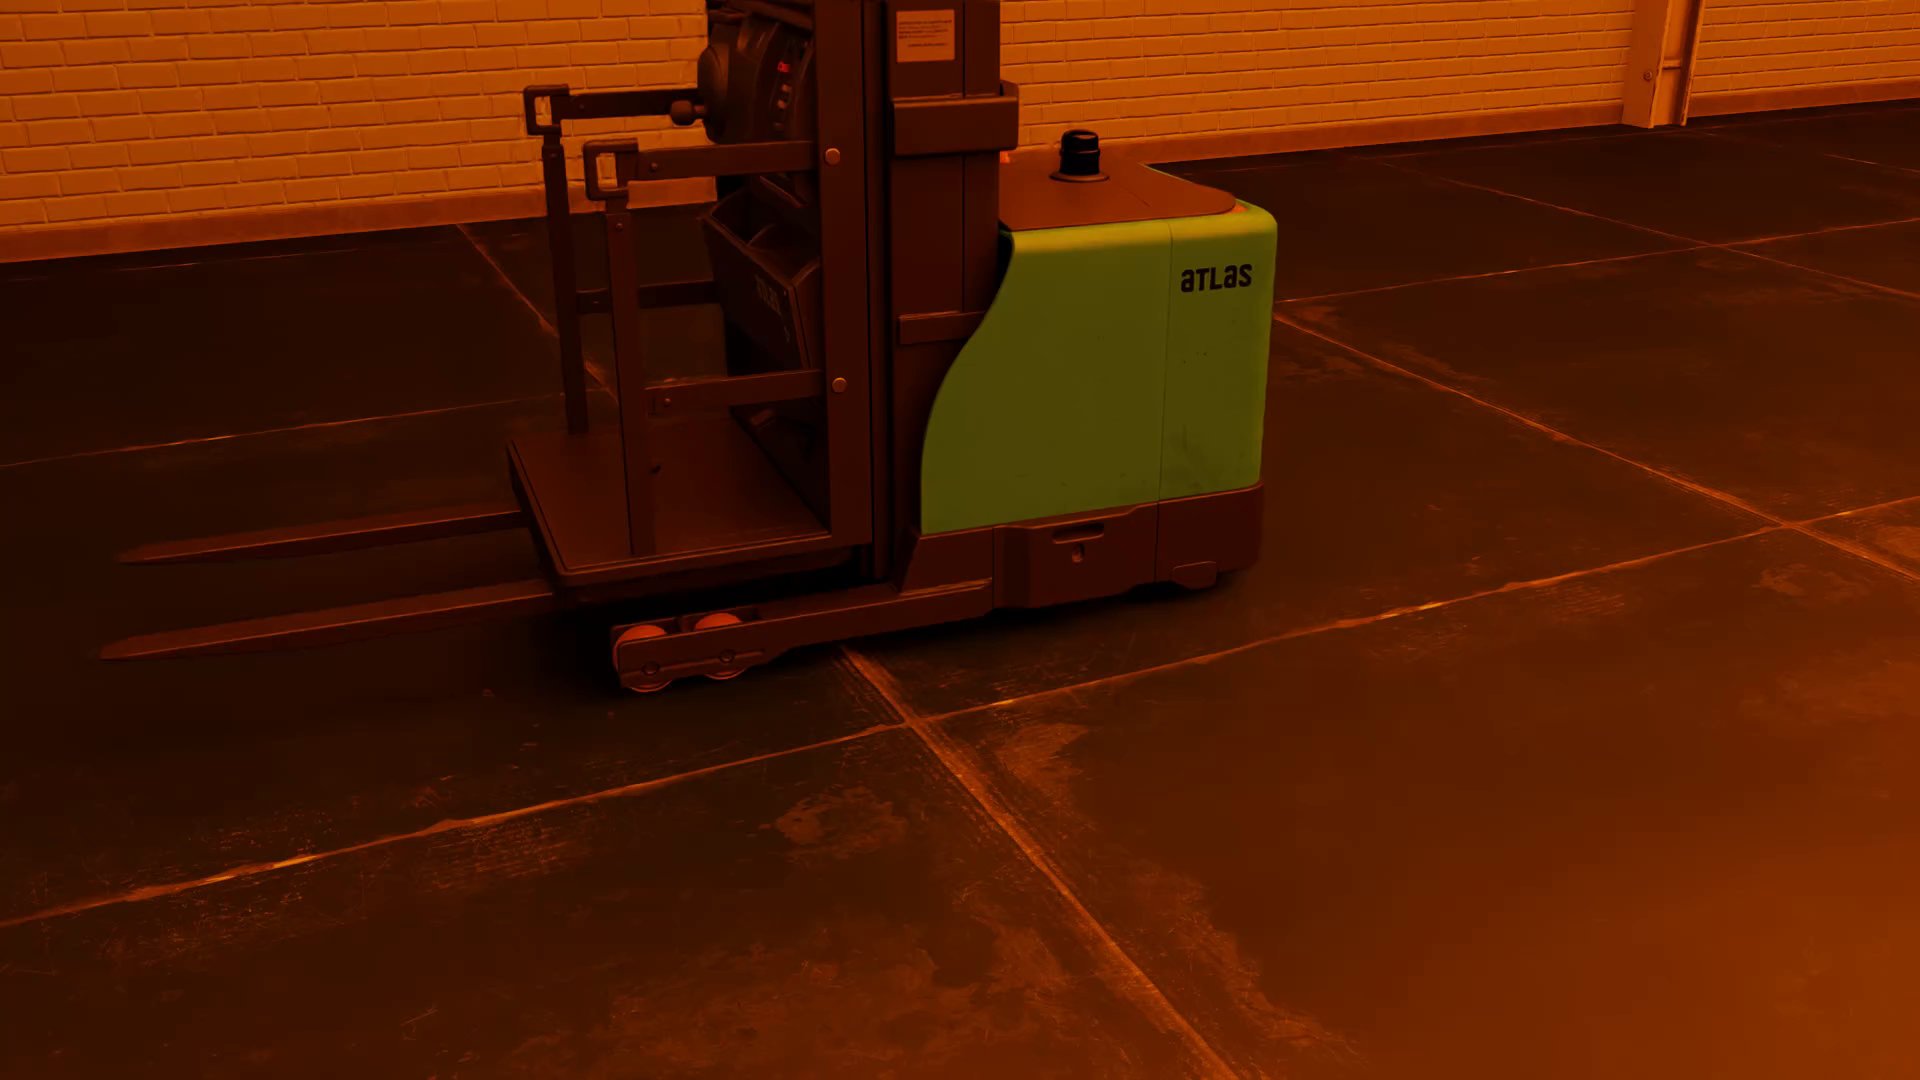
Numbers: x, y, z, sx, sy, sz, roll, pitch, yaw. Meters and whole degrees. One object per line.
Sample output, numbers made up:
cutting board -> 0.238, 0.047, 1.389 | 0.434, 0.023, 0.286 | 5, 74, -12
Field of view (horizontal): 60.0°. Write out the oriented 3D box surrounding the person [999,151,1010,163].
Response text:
person -> -0.072, -1.105, 5.661 | 0.778, 1.626, 0.371 | -16, 27, -33

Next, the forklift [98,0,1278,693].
forklift -> -0.707, -1.199, 4.172 | 3.031, 2.935, 1.130 | -8, 24, -19
